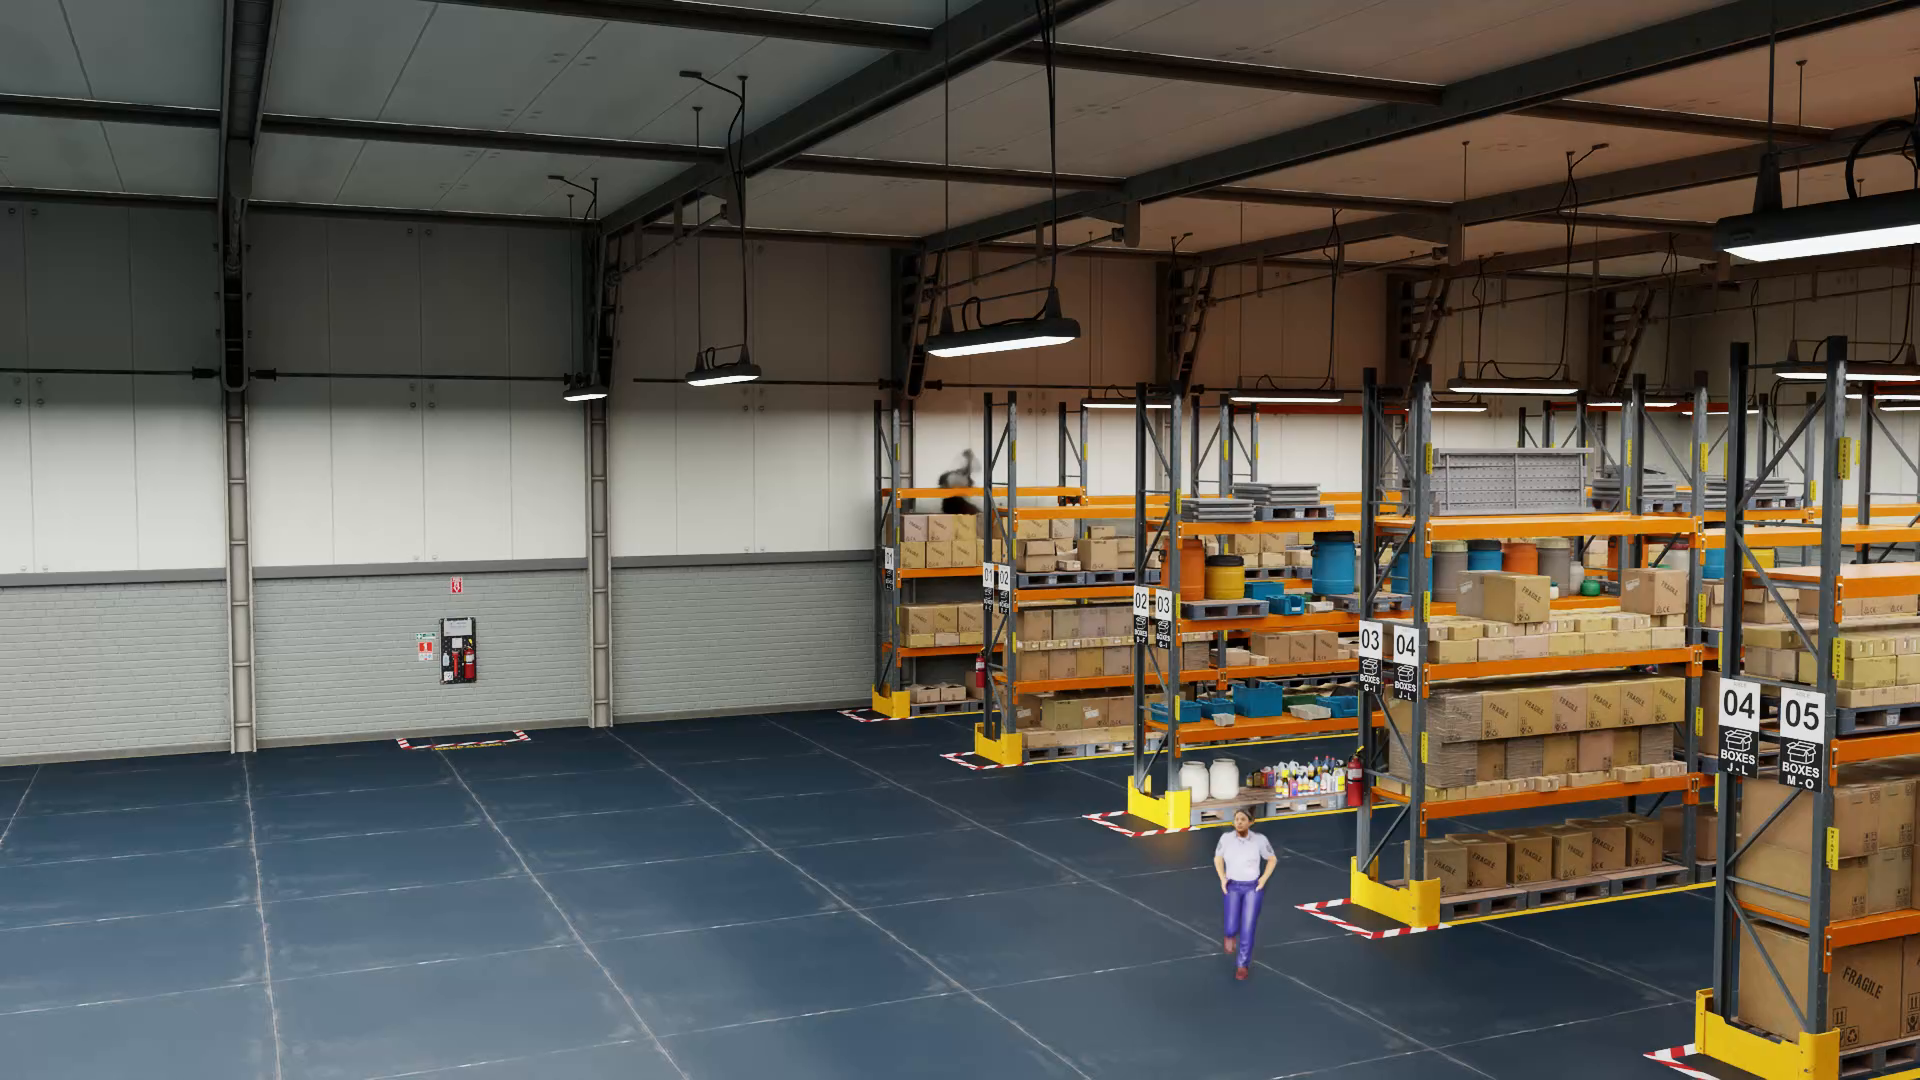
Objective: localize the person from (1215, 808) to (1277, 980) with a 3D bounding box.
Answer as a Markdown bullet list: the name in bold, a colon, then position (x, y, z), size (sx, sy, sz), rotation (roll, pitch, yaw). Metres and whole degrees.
- **person**: position (2.795, 3.424, 16.286), size (0.607, 1.628, 0.641), rotation (1, 3, 16)

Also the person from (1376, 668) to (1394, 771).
- **person**: position (6.873, 2.777, 26.299), size (0.653, 1.739, 0.712), rotation (-1, 4, -24)
